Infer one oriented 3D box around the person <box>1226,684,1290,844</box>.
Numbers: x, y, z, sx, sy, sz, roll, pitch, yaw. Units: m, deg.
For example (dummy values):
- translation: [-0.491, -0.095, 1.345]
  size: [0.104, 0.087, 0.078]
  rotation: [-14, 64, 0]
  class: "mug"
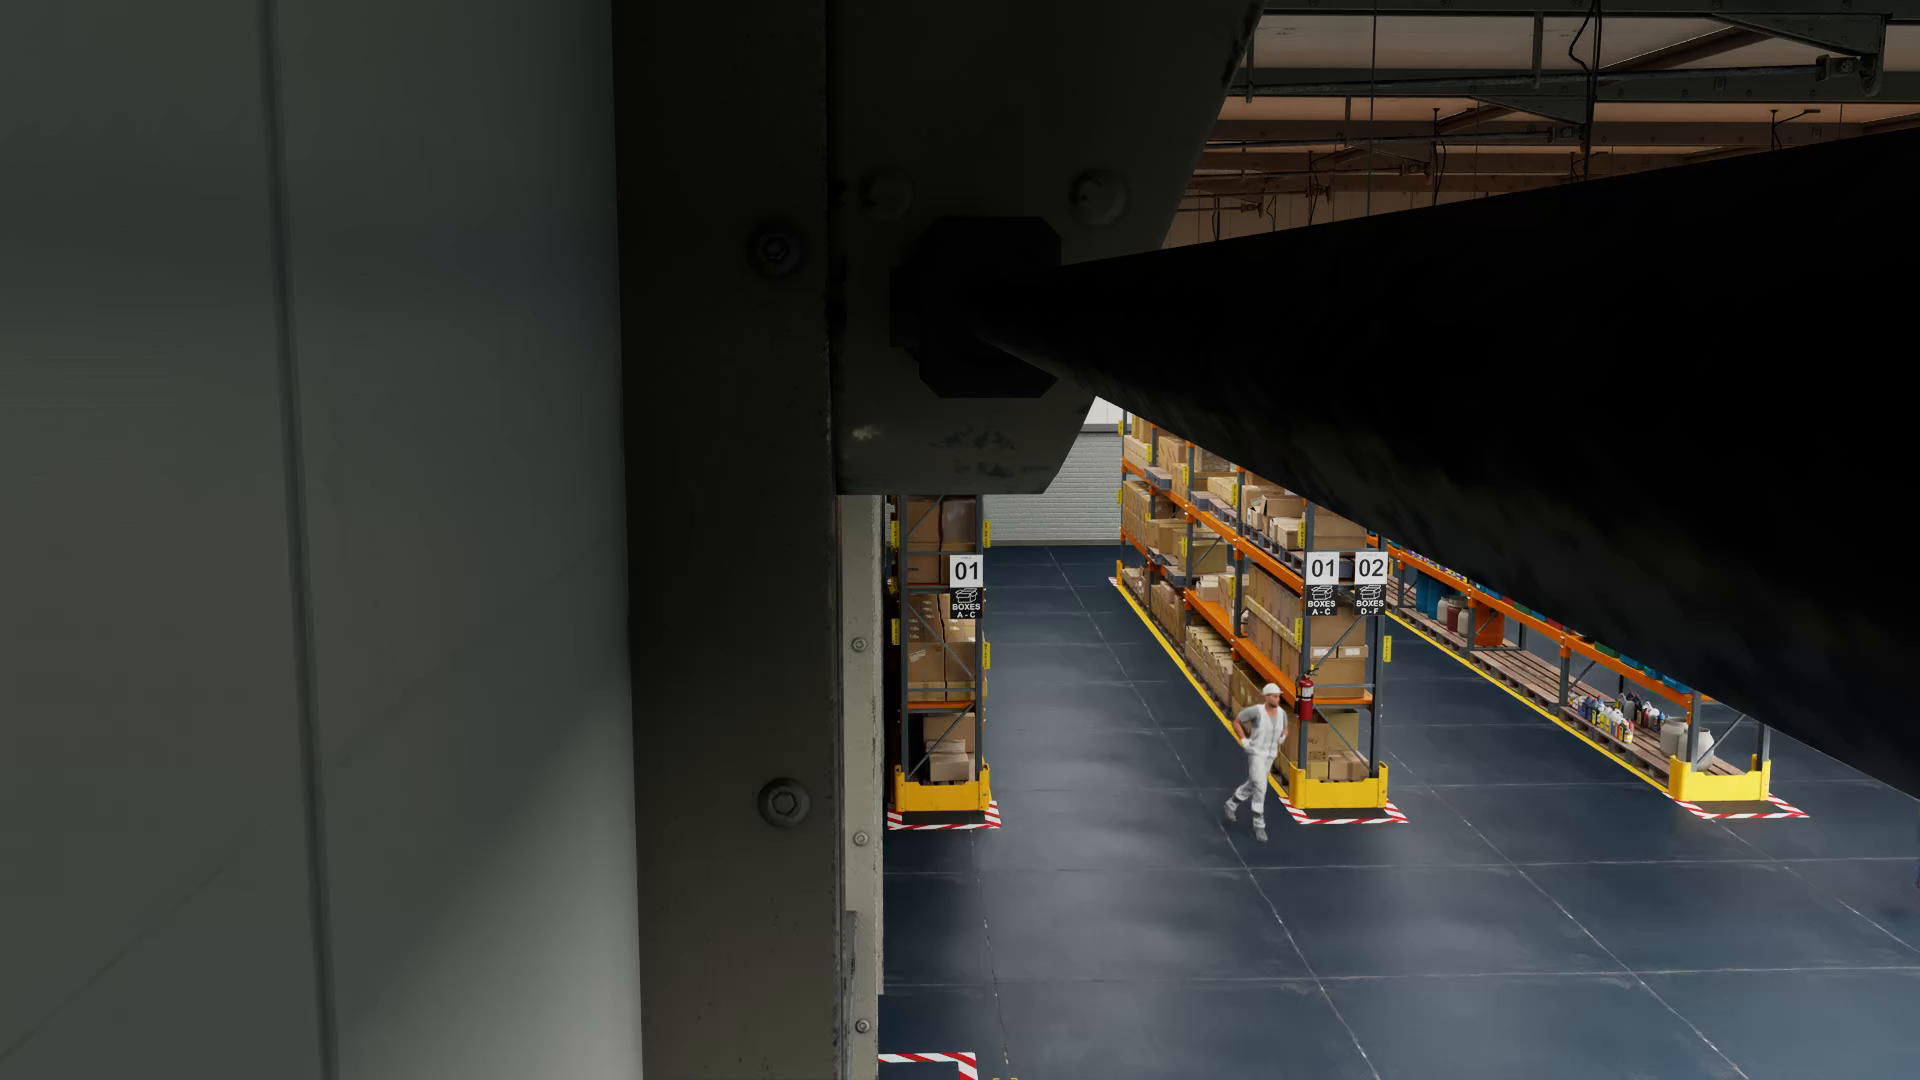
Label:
- translation: [3.619, 2.569, 19.721]
  size: [0.693, 1.775, 0.931]
  rotation: [-5, 10, -32]
  class: "person"
